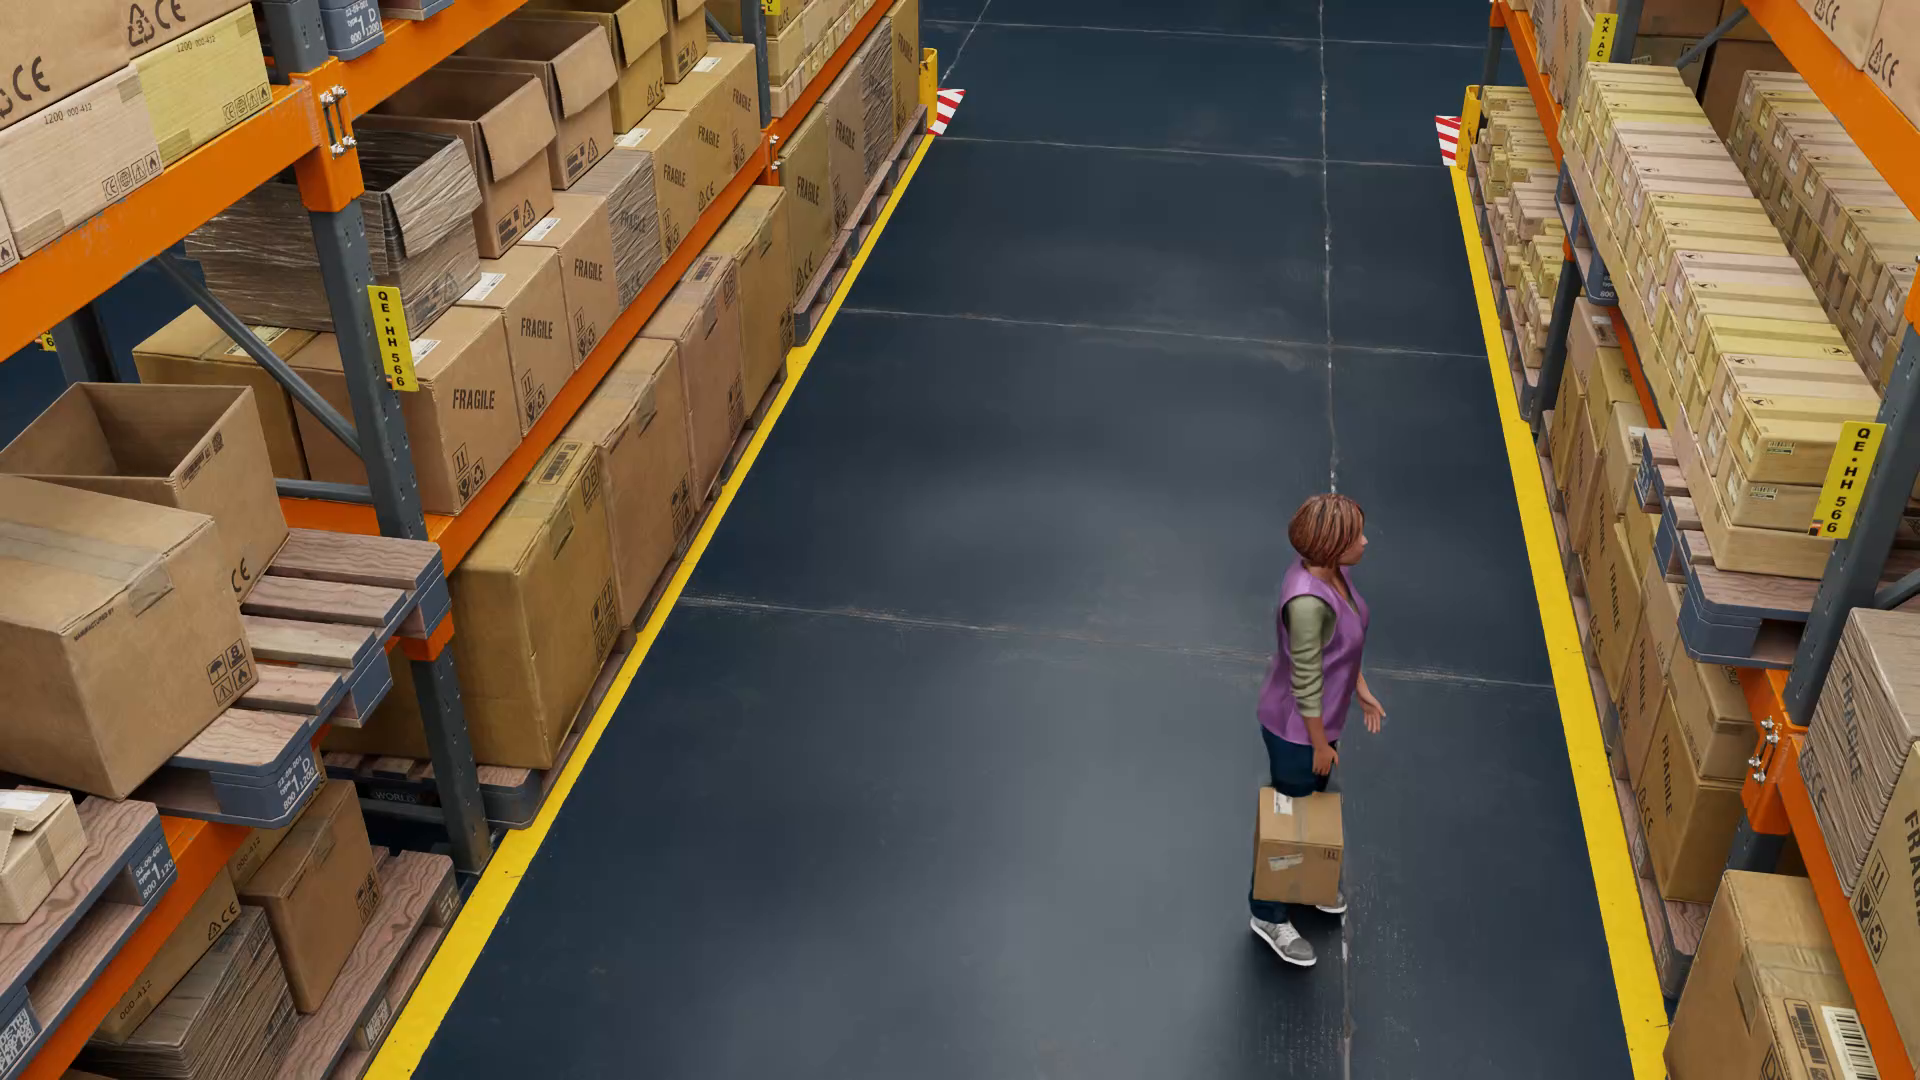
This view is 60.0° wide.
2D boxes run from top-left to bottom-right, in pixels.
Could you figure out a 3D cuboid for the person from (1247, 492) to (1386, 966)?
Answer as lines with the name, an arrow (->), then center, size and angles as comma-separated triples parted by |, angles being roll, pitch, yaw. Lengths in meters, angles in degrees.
person -> 1.111, 0.588, 5.198 | 0.396, 1.606, 0.477 | 11, 35, 17
